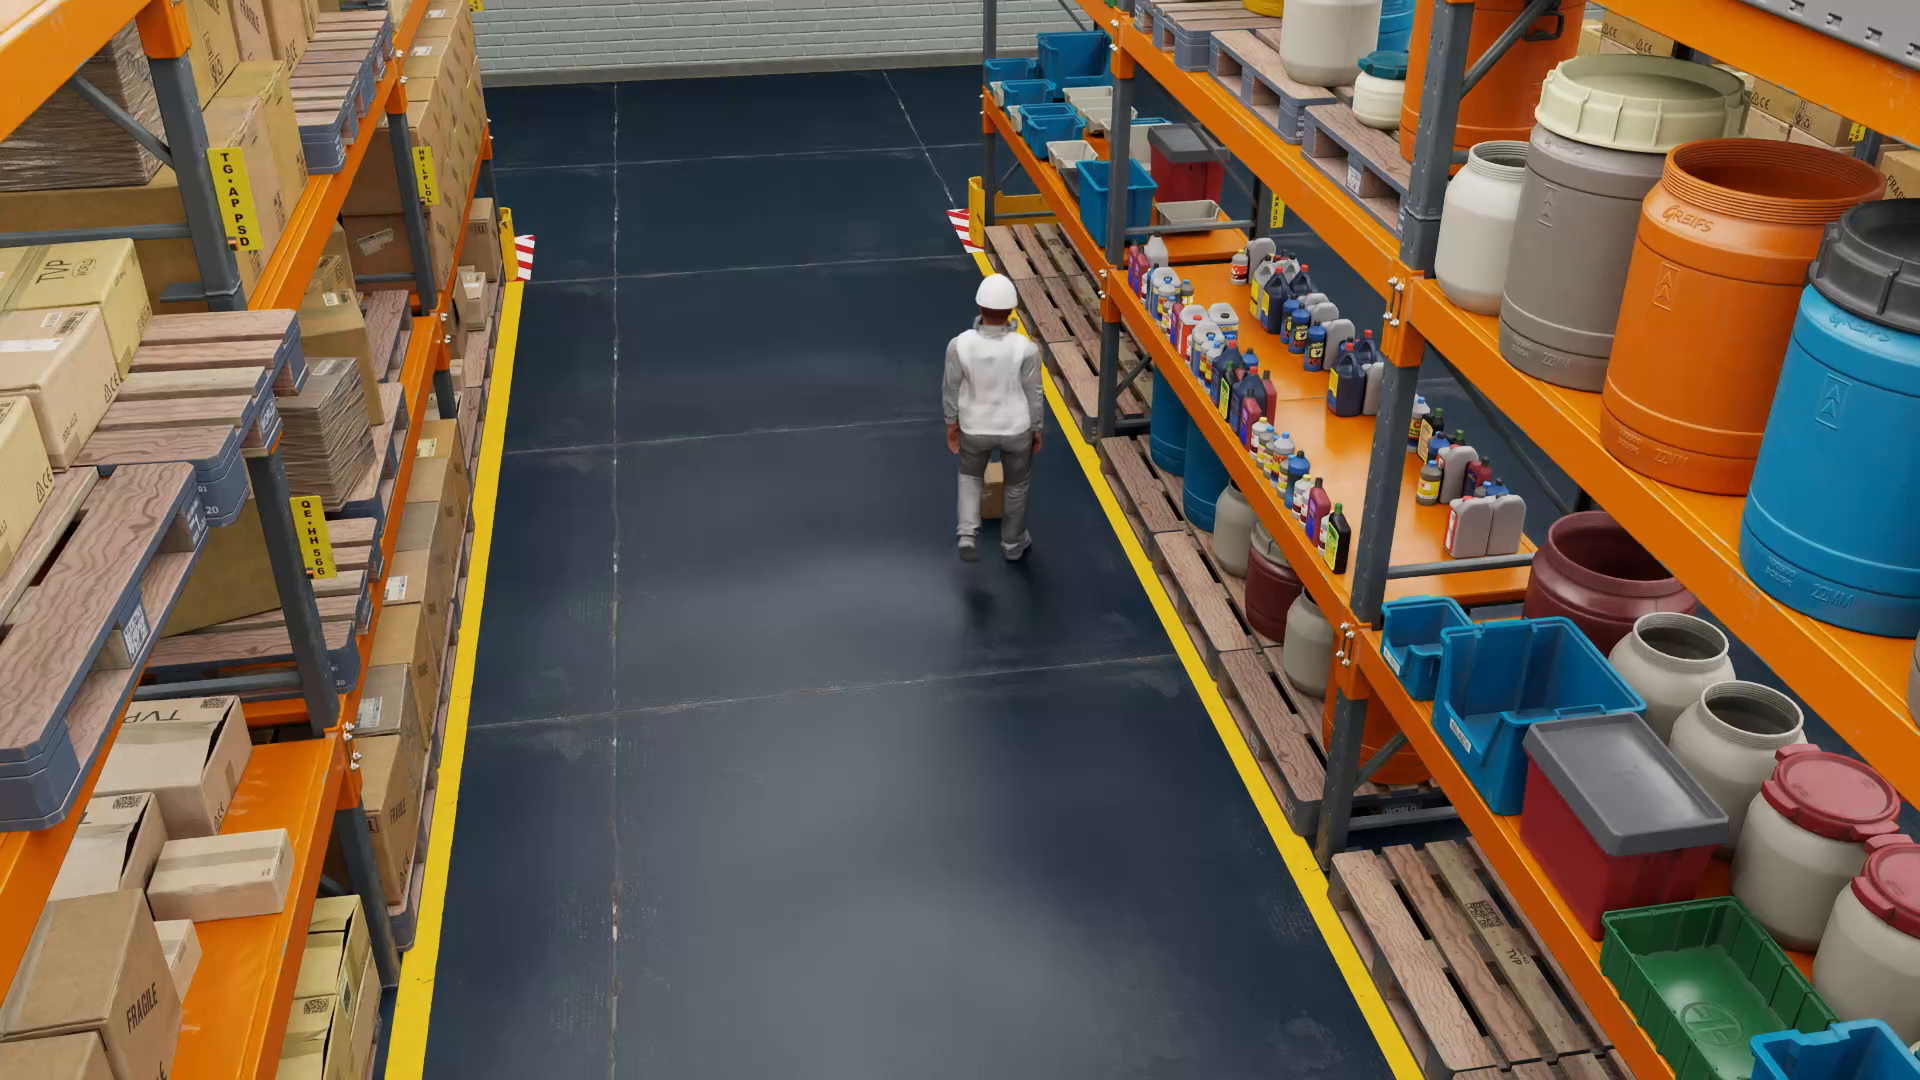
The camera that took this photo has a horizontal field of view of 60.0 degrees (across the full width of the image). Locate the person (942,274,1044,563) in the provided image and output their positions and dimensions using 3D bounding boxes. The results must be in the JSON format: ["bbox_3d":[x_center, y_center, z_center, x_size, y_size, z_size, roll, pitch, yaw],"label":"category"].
[{"bbox_3d":[0.184,-0.634,9.167,0.555,1.756,0.637,5,31,8],"label":"person"}]
